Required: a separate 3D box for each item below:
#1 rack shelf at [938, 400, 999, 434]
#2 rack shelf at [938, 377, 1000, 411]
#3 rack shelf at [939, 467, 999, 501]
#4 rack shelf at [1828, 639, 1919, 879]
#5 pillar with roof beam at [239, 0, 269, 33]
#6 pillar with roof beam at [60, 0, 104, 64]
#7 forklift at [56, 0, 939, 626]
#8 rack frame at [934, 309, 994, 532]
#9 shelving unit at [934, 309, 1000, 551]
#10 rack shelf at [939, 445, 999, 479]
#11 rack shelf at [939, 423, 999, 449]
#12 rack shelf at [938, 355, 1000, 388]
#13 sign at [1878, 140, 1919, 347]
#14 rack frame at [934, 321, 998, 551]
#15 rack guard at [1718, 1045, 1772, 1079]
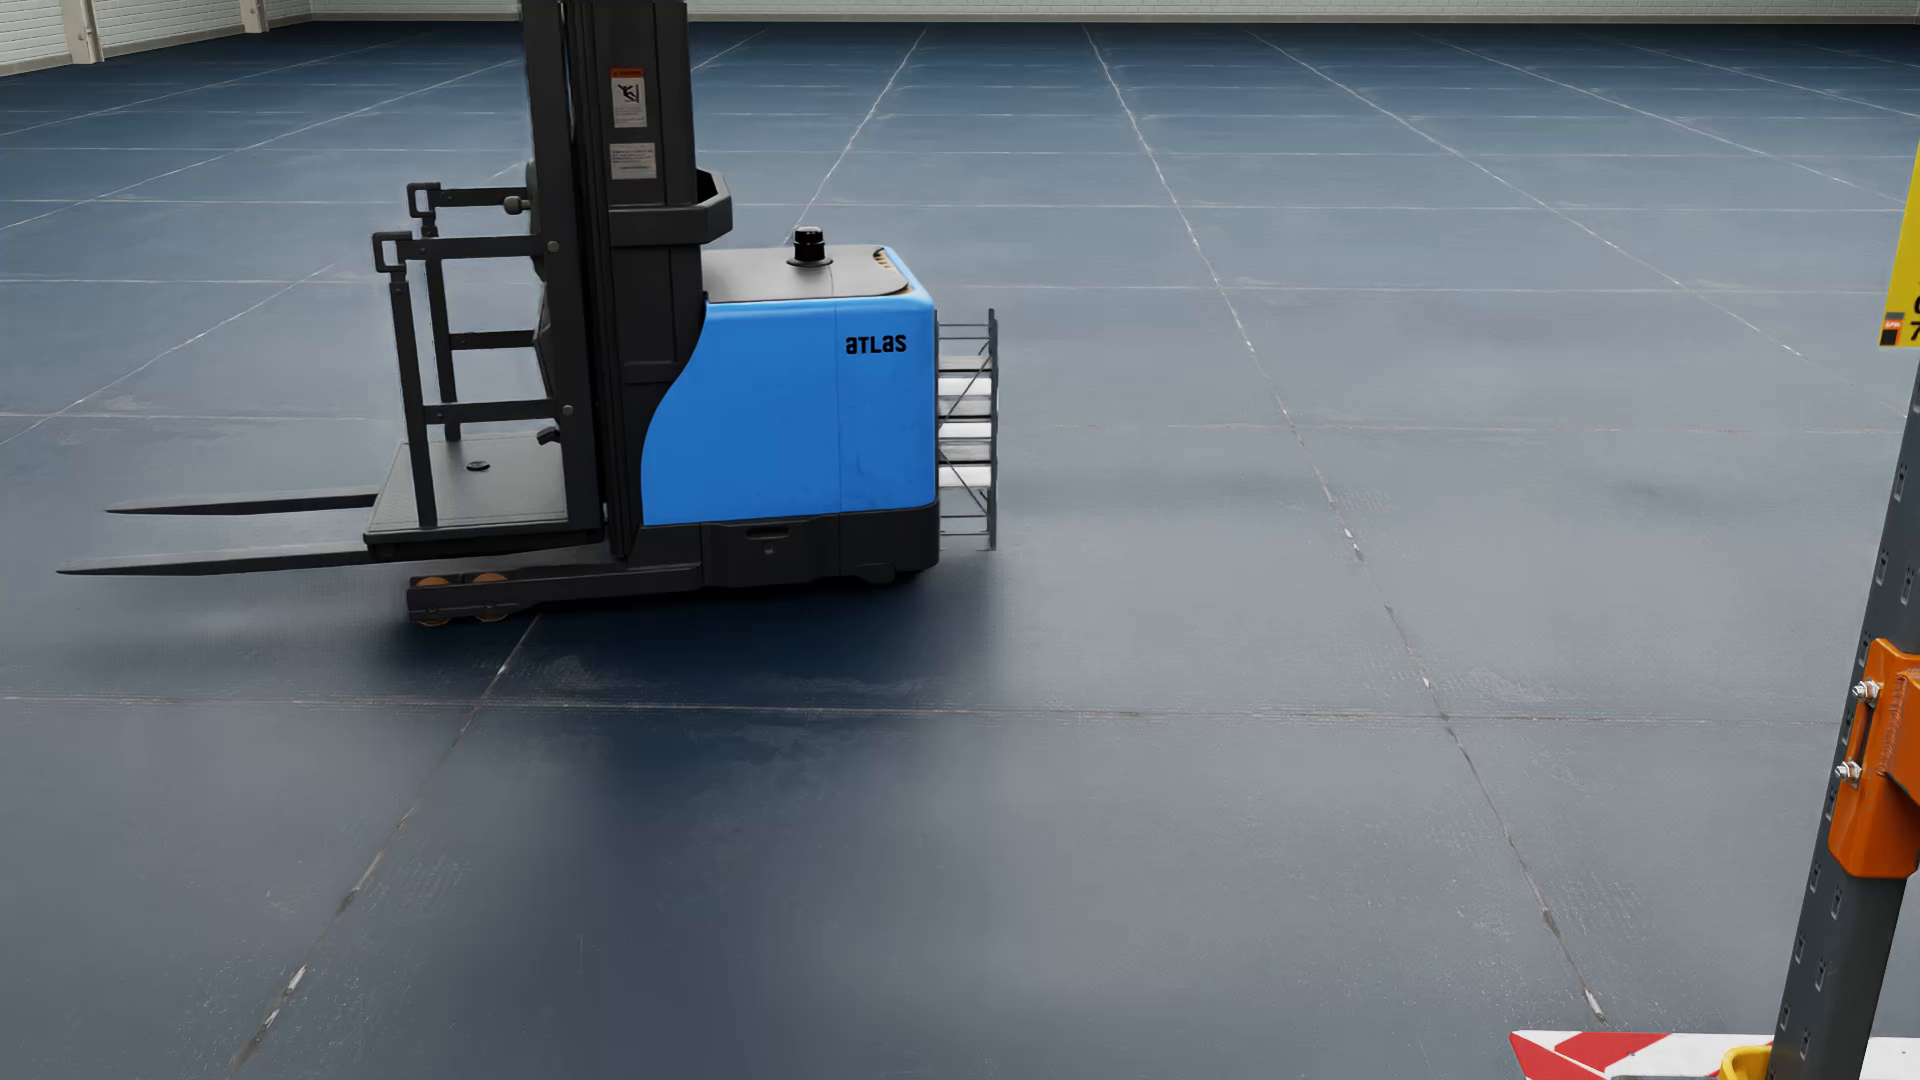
[{"bbox_3d":[0.015,-0.471,6.341,0.258,0.077,0.200,-1,21,-2],"label":"rack shelf"},{"bbox_3d":[0.014,-0.554,6.308,0.258,0.077,0.200,-1,21,-2],"label":"rack shelf"},{"bbox_3d":[0.015,-0.219,6.438,0.258,0.077,0.200,-1,21,-2],"label":"rack shelf"},{"bbox_3d":[1.822,1.044,0.685,1.077,0.370,4.000,1,21,2],"label":"rack shelf"},{"bbox_3d":[-8.690,-13.531,28.962,9.100,9.000,0.400,1,21,2],"label":"pillar with roof beam"},{"bbox_3d":[-8.873,-11.362,23.371,9.100,9.000,0.400,1,21,2],"label":"pillar with roof beam"},{"bbox_3d":[-1.645,-1.275,5.764,3.031,2.935,1.130,-4,22,-10],"label":"forklift"},{"bbox_3d":[0.010,-0.454,6.456,0.240,0.900,0.006,-1,21,-2],"label":"rack frame"},{"bbox_3d":[0.015,-0.418,6.361,0.258,0.900,0.210,-1,21,-2],"label":"shelving unit"},{"bbox_3d":[0.015,-0.303,6.406,0.258,0.077,0.200,-1,21,-2],"label":"rack shelf"},{"bbox_3d":[0.015,-0.387,6.373,0.258,0.077,0.200,-1,21,-2],"label":"rack shelf"},{"bbox_3d":[0.014,-0.638,6.276,0.258,0.077,0.200,-1,21,-2],"label":"rack shelf"},{"bbox_3d":[1.341,-0.424,2.278,0.100,0.325,0.005,1,21,2],"label":"sign"},{"bbox_3d":[0.019,-0.381,6.267,0.240,0.900,0.006,-1,21,-2],"label":"rack frame"},{"bbox_3d":[1.881,1.179,2.800,1.175,0.500,0.348,1,21,2],"label":"rack guard"}]
